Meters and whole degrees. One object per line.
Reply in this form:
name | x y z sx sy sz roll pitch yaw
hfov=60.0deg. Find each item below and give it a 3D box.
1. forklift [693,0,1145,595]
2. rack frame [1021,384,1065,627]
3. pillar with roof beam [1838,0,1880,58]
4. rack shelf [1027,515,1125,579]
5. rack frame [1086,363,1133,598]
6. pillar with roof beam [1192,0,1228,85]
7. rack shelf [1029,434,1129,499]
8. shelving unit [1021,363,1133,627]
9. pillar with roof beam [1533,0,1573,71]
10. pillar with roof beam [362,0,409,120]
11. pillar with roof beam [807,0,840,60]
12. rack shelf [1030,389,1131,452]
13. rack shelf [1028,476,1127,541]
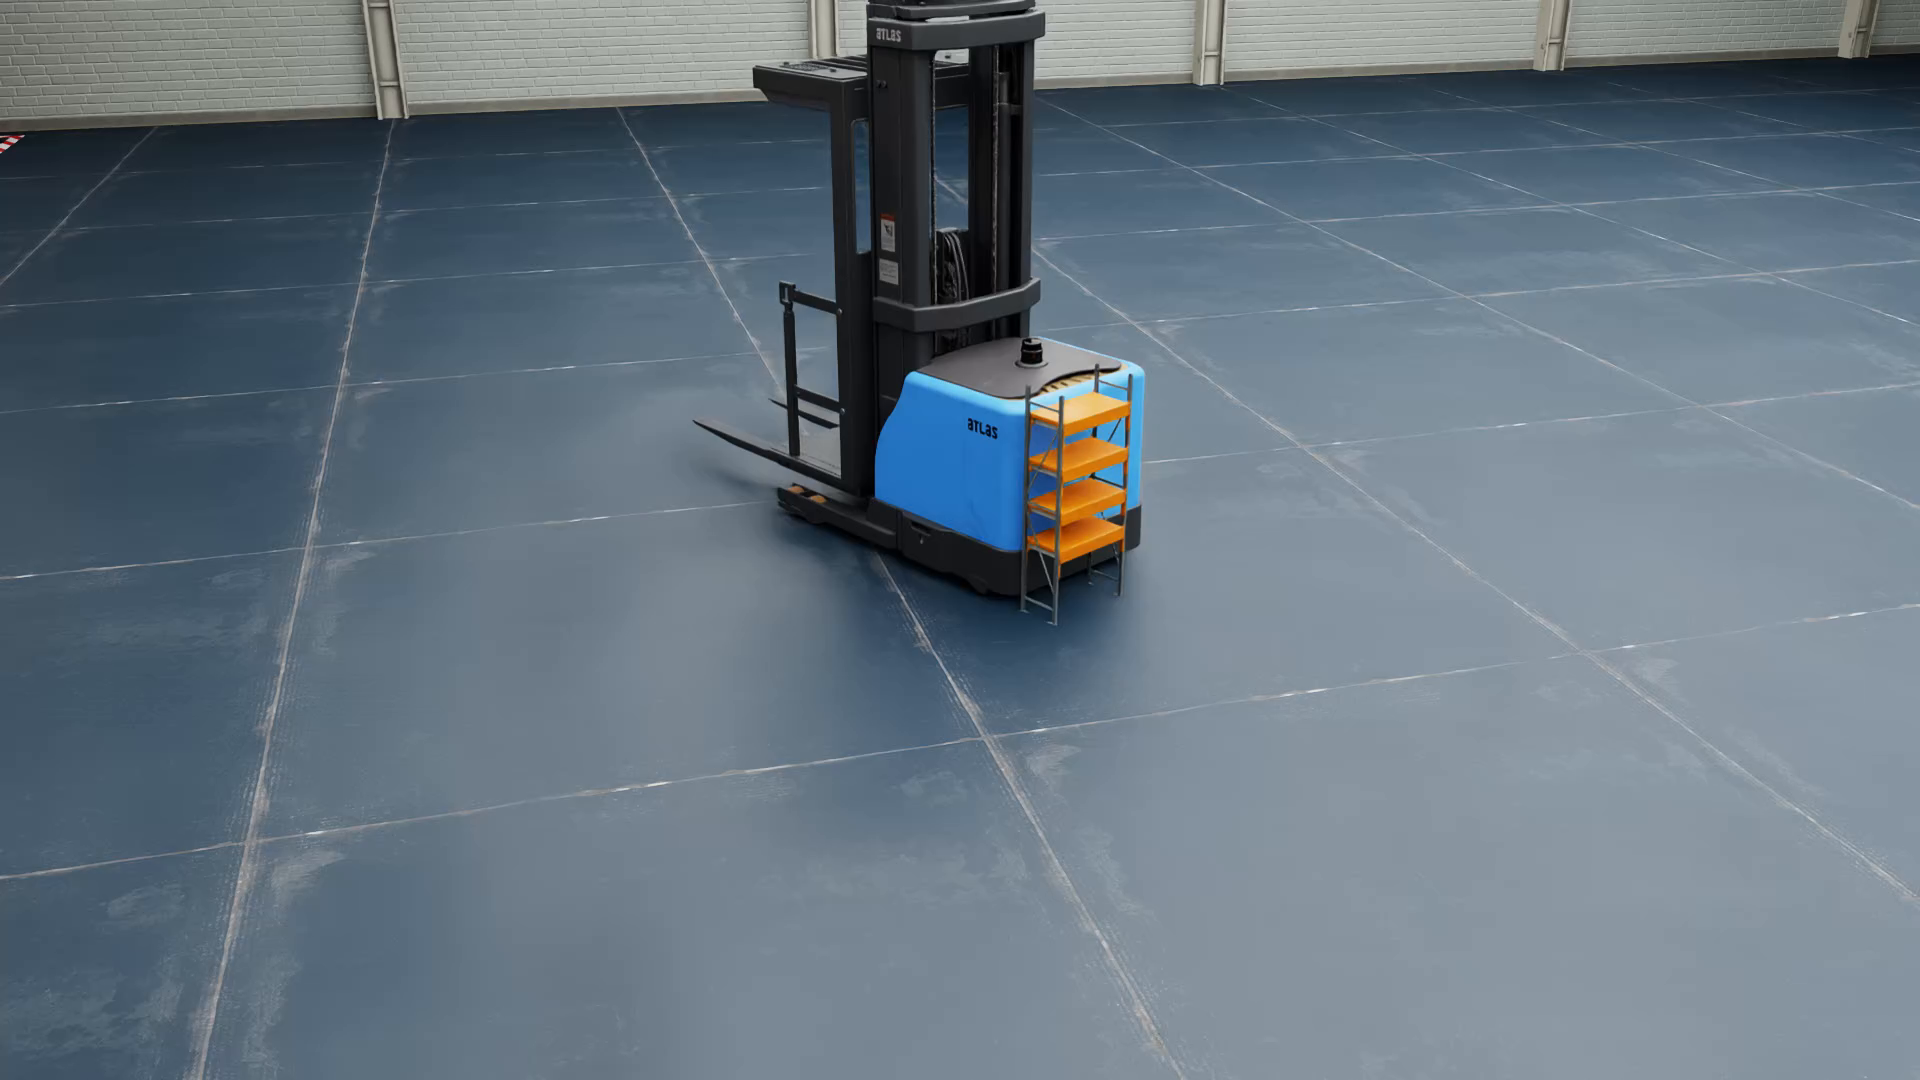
forklift | -0.400 -1.558 9.163 1.130 2.935 3.031 -21 31 -39
rack frame | 0.398 -0.157 8.090 0.015 1.200 0.240 -21 31 -39
pillar with roof beam | 16.541 -10.829 23.075 0.400 9.000 9.100 -6 24 -14
rack shelf | 0.573 0.021 8.351 0.480 0.148 0.258 -21 31 -39
rack frame | 0.752 -0.289 8.399 0.015 1.200 0.240 -21 31 -39
pillar with roof beam | 4.987 -9.551 20.097 0.400 9.000 9.100 -6 24 -14
rack shelf | 0.576 -0.366 8.182 0.480 0.148 0.258 -21 31 -39
shelving unit | 0.575 -0.223 8.245 0.503 1.200 0.258 -21 31 -39
pillar with roof beam | 10.764 -10.190 21.586 0.400 9.000 9.100 -6 24 -14
pillar with roof beam | -6.567 -8.273 17.118 0.400 9.000 9.100 -6 24 -14
pillar with roof beam | -0.790 -8.912 18.607 0.400 9.000 9.100 -6 24 -14
rack shelf | 0.577 -0.583 8.087 0.480 0.148 0.258 -21 31 -39
rack shelf | 0.575 -0.161 8.271 0.480 0.148 0.258 -21 31 -39
